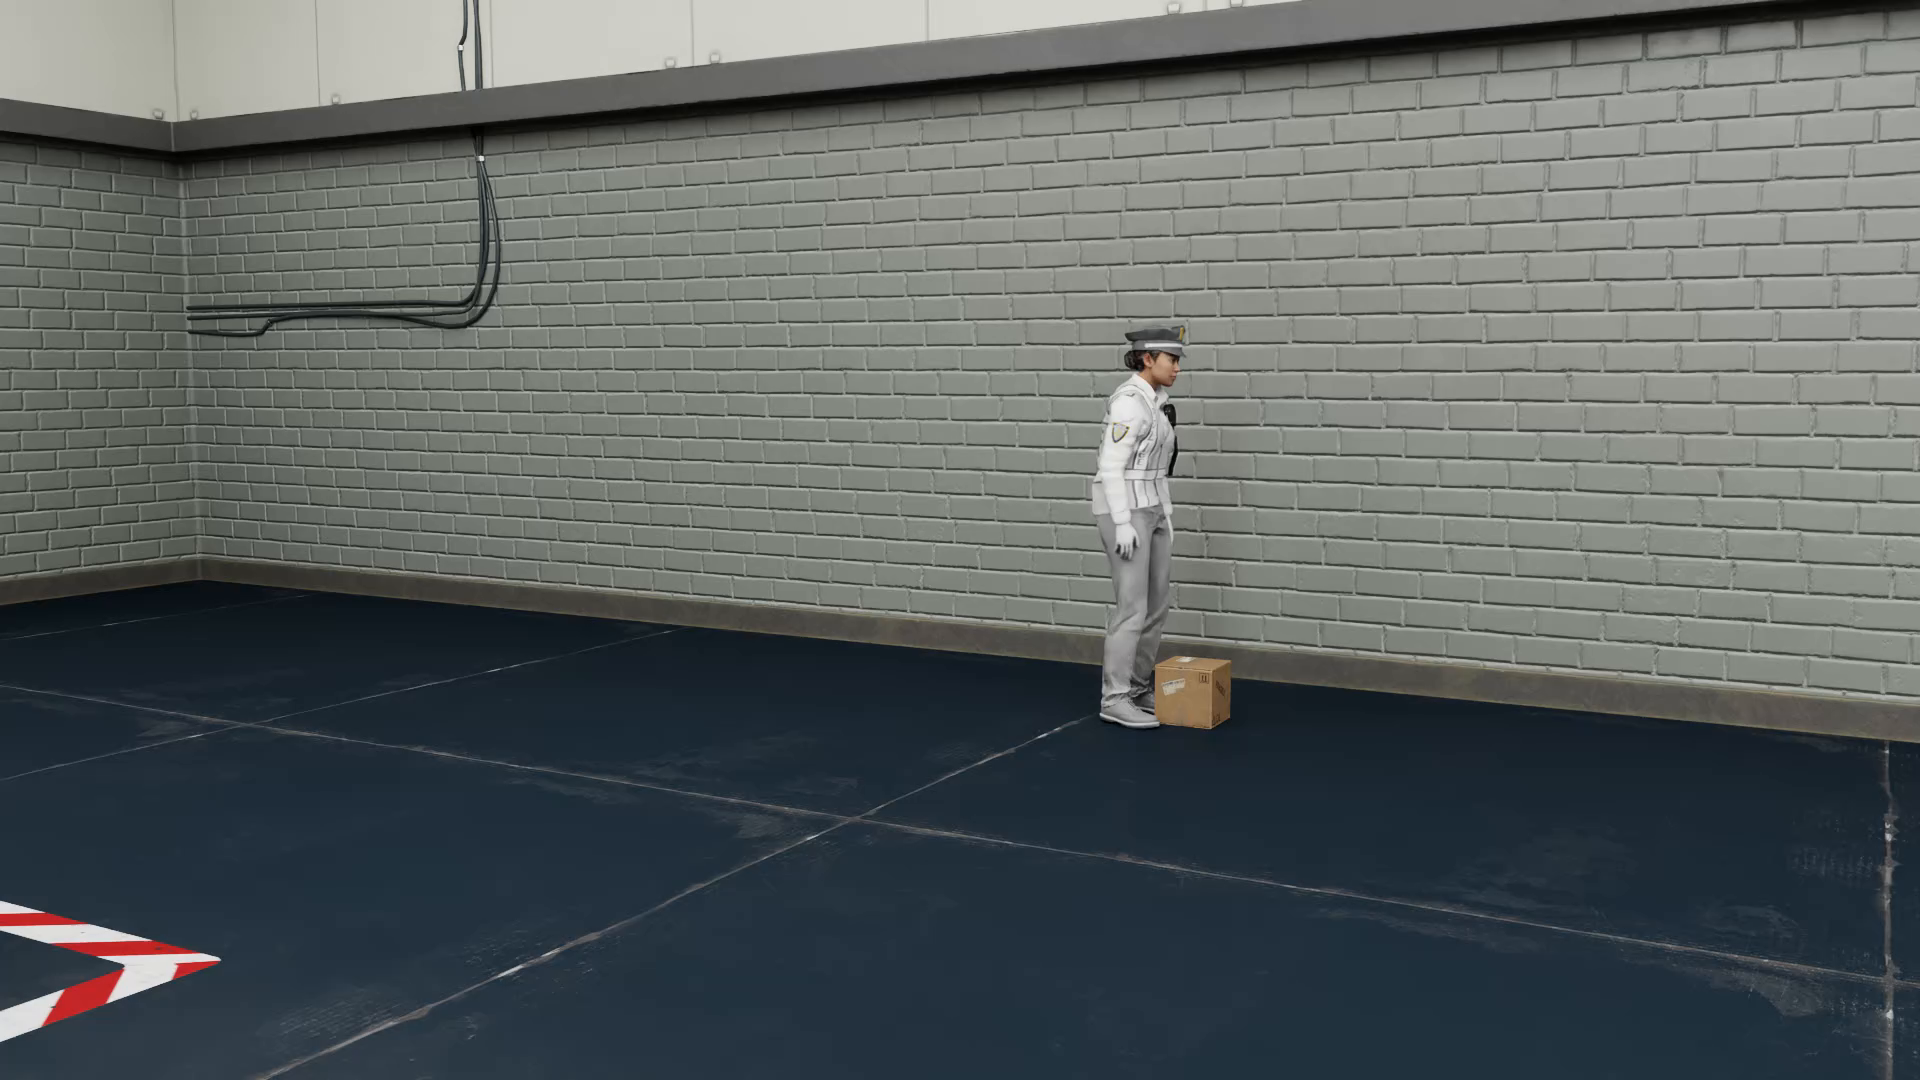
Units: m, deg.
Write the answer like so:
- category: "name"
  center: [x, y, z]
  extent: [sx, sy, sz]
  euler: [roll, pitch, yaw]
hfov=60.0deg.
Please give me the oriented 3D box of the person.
- category: "person"
  center: [0.763, -0.072, 7.038]
  extent: [0.375, 1.661, 0.528]
  euler: [3, 7, 29]
